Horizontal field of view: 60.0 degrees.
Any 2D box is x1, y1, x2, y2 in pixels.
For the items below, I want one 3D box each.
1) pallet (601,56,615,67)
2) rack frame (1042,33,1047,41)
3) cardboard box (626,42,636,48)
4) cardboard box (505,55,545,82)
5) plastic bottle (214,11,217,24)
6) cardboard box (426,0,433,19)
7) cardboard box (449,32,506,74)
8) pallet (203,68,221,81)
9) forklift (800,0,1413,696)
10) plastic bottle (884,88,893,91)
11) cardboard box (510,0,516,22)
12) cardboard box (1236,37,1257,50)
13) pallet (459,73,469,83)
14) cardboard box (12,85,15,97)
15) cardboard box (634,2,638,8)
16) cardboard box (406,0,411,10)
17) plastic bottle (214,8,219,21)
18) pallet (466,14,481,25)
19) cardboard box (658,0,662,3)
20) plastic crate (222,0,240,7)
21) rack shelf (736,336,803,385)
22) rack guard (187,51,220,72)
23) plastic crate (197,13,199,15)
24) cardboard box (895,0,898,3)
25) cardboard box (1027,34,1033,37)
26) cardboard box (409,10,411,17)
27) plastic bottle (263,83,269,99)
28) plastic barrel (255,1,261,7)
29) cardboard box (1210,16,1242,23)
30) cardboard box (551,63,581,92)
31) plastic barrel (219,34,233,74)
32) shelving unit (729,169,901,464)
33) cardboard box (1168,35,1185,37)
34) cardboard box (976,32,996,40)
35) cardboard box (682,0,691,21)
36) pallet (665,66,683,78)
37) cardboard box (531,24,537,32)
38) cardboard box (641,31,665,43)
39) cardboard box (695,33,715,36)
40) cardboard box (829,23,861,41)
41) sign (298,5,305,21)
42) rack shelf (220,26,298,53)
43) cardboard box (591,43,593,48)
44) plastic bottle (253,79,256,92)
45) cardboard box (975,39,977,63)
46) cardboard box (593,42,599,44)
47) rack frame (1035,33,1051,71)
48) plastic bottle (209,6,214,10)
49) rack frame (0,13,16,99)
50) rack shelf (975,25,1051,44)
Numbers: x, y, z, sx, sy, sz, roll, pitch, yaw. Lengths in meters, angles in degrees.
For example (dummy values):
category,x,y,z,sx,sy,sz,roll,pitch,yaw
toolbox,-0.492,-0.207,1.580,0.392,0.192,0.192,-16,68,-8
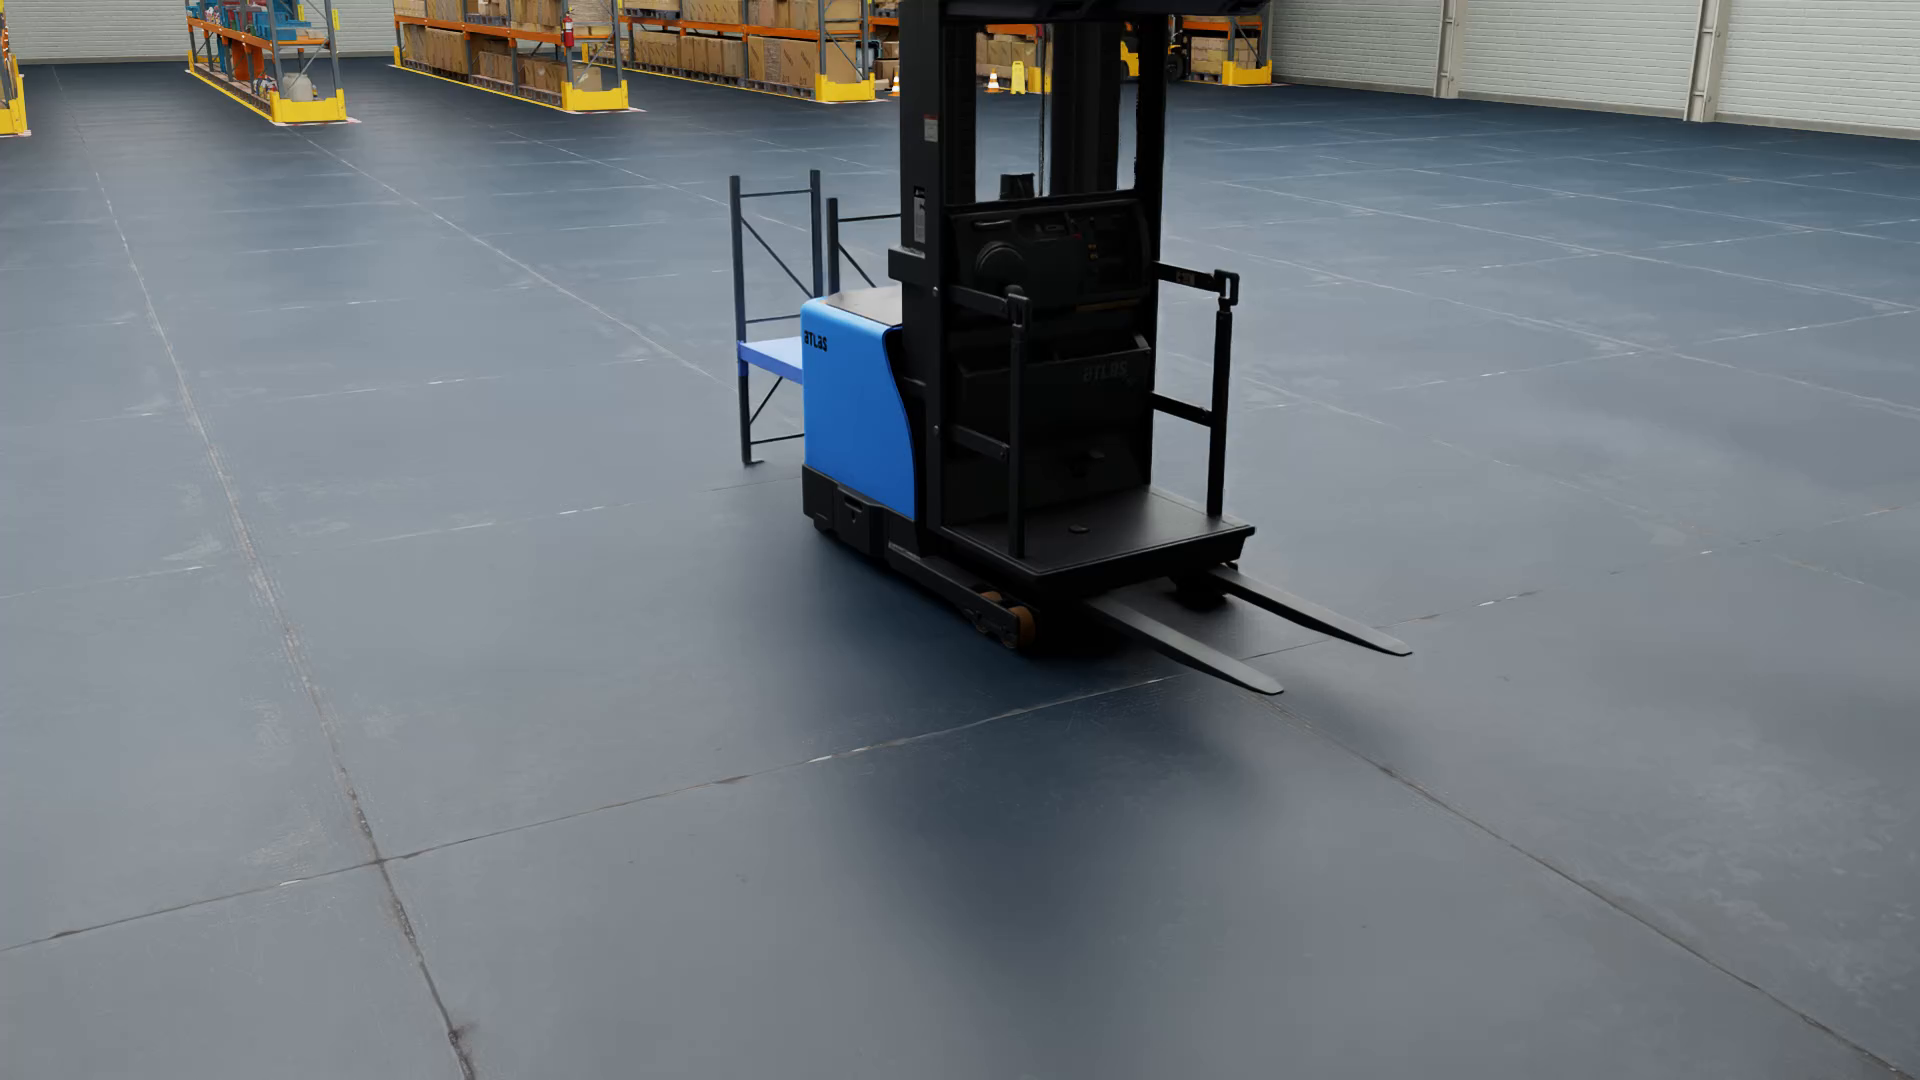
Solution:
category,x,y,z,sx,sy,sz,roll,pitch,yaw
pallet,-8.898,-12.749,44.255,1.003,0.211,1.213,-10,21,-27
rack frame,2.610,-13.947,43.451,1.000,3.000,0.127,-10,21,-27
cardboard box,-8.363,-12.723,42.720,0.380,0.149,0.250,-9,21,-25
cardboard box,-9.061,-9.839,34.705,0.700,0.500,0.500,-10,21,-27
plastic bottle,-15.947,-11.198,35.663,0.061,0.283,0.133,-10,21,-27
cardboard box,-12.379,-12.667,39.588,0.500,0.500,0.500,-10,21,-26
cardboard box,-10.787,-11.037,37.633,1.225,0.875,0.875,-11,22,-29
pallet,-17.120,-10.910,38.925,1.003,0.211,1.213,-10,21,-27
forklift,0.486,-1.140,6.440,1.130,2.935,3.031,-12,22,-31
plastic bottle,-1.499,-9.511,35.099,0.283,0.061,0.133,16,25,39
cardboard box,-8.419,-10.543,32.977,0.875,0.500,0.500,-10,21,-27
cardboard box,6.347,-11.189,37.497,0.500,0.250,0.500,-10,22,-27
pallet,-10.786,-10.562,37.916,1.003,0.211,1.213,-10,21,-27
cardboard box,-17.514,-8.160,30.253,0.500,0.250,0.500,-9,21,-25
cardboard box,-7.812,-13.202,41.033,0.380,0.149,0.250,-10,21,-26
cardboard box,-13.546,-13.387,41.601,0.500,0.250,0.500,-10,22,-28
plastic bottle,-15.986,-11.282,35.803,0.144,0.351,0.185,-10,21,-27
pallet,-10.046,-11.363,36.258,1.213,0.211,1.003,-10,21,-27
cardboard box,-6.956,-12.824,39.483,0.380,0.149,0.250,-9,21,-25
plastic crate,-16.940,-12.377,38.711,0.402,0.464,0.583,-10,21,-27
rack shelf,-0.663,-0.848,8.342,0.538,0.185,1.000,-12,22,-31
rack guard,-18.659,-11.995,41.625,1.175,0.500,0.348,-10,21,-27
plastic crate,-17.504,-12.201,38.722,0.437,0.125,0.590,-10,21,-27
cardboard box,-1.235,-13.098,39.739,0.500,0.500,0.500,-10,21,-26
cardboard box,1.996,-13.447,44.195,0.380,0.149,0.250,-11,22,-29
cardboard box,-13.541,-13.150,41.528,0.380,0.149,0.250,-10,21,-26
plastic bottle,-12.457,-8.074,29.934,0.152,0.276,0.135,-11,22,-28
plastic barrel,-13.753,-10.434,33.063,0.433,0.535,0.433,0,19,0
cardboard box,5.944,-11.798,37.071,0.500,0.500,0.500,-11,22,-28
cardboard box,-7.556,-8.893,31.994,0.500,0.500,0.500,-8,21,-22
plastic barrel,-16.157,-10.868,37.100,0.600,0.901,0.708,-10,21,-27
shelving unit,-0.663,-1.018,8.283,0.538,1.500,1.048,-12,22,-31
cardboard box,4.943,-11.693,38.958,0.500,0.250,0.500,-9,21,-25
cardboard box,0.568,-11.108,36.652,0.380,0.149,0.250,-9,21,-24
cardboard box,-6.089,-12.258,38.403,0.500,0.500,0.500,-10,21,-26
pallet,-6.435,-11.288,40.019,1.003,0.211,1.213,-10,21,-27
cardboard box,-8.017,-9.838,31.929,0.380,0.149,0.250,-10,21,-27
cardboard box,-7.591,-12.495,41.283,0.500,0.250,0.500,-9,21,-25
cardboard box,-6.179,-11.988,39.813,0.500,0.250,0.500,-11,22,-29
cardboard box,-2.855,-13.096,43.598,0.875,0.875,0.875,-9,21,-25
sign,-12.448,-9.939,31.413,0.100,0.325,0.005,-10,21,-27
rack shelf,-13.887,-9.961,33.002,1.077,0.370,4.000,-10,21,-27
cardboard box,-9.841,-13.479,45.366,0.380,0.149,0.250,-9,21,-24
plastic bottle,-13.172,-8.485,31.132,0.097,0.271,0.097,0,19,0
cardboard box,0.450,-10.919,37.098,0.500,0.500,0.500,-9,21,-24
cardboard box,-9.670,-13.454,44.838,0.380,0.149,0.250,-10,21,-27
rack frame,2.042,-10.880,34.565,1.000,3.000,0.127,-10,21,-27
plastic bottle,-16.835,-11.837,37.412,0.144,0.351,0.185,-10,21,-27
rack frame,-19.198,-10.109,32.328,1.000,3.000,0.127,-10,21,-27
rack shelf,1.092,-11.114,36.346,1.077,0.370,4.000,-10,21,-27
